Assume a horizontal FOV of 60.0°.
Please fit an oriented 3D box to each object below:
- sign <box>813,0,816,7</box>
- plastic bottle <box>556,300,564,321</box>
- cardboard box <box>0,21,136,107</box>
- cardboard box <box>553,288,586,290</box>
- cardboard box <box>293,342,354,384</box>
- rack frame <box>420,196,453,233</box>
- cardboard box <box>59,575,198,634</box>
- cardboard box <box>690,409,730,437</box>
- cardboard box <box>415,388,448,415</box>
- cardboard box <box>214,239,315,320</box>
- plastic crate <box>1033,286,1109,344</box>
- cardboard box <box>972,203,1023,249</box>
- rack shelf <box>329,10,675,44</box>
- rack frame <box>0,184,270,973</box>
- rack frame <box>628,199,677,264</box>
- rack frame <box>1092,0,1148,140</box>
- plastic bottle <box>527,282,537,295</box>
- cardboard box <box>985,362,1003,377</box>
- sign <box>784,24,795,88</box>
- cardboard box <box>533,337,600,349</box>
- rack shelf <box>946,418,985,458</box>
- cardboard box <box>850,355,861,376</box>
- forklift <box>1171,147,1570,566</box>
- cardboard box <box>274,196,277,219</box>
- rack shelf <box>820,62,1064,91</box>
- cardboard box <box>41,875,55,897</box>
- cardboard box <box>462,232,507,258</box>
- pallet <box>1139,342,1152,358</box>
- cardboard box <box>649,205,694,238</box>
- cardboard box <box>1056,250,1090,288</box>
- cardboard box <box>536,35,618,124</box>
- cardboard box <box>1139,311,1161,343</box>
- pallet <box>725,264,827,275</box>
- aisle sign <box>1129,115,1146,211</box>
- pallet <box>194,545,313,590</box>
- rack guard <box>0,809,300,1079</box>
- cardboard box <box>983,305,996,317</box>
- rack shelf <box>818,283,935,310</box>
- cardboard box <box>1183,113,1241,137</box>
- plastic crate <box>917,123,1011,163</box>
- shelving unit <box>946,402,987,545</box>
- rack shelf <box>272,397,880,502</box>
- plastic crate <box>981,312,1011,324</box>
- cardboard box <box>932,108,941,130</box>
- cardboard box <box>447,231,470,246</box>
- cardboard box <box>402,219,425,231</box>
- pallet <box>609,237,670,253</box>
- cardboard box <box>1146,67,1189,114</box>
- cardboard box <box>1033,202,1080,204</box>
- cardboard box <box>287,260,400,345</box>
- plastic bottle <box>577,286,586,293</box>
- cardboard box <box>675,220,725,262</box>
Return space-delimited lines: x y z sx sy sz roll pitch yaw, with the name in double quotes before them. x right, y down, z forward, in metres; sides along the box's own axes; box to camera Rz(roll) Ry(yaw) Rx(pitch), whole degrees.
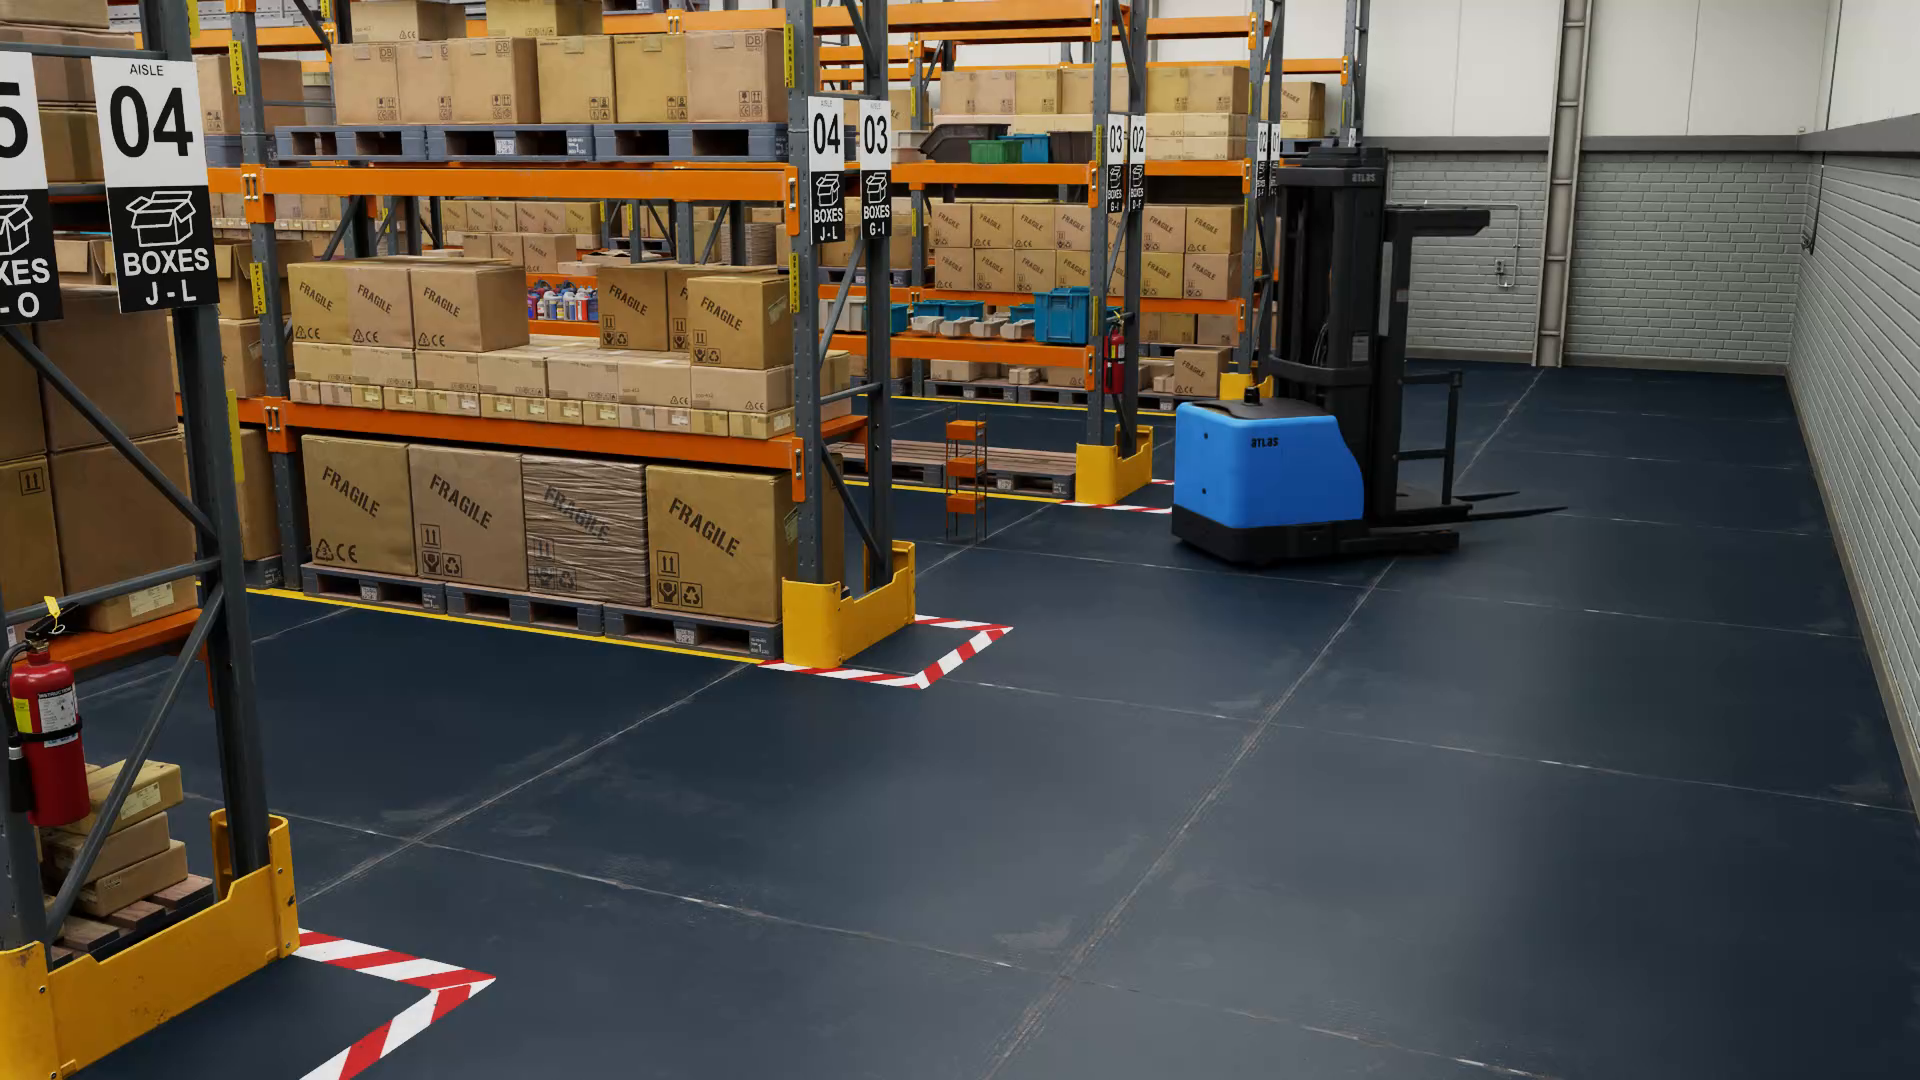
"sign" -2.186 -7.994 24.908 0.005 0.325 0.100 6 14 23
"plastic bottle" -3.857 -2.225 16.108 0.097 0.201 0.097 0 13 0
"cardboard box" -3.086 -1.551 5.465 0.500 0.250 0.500 6 14 24
"cardboard box" -6.597 -4.150 28.382 0.500 0.500 0.500 5 14 19
"cardboard box" -4.013 -1.194 10.956 0.500 0.250 0.500 5 14 22
"rack frame" -9.290 -5.435 29.351 0.127 3.000 1.000 6 14 23
"cardboard box" -2.944 0.200 5.887 0.250 0.149 0.380 6 14 23
"cardboard box" -1.377 -0.716 9.791 0.250 0.149 0.380 6 14 24
"cardboard box" -3.245 -0.906 10.598 0.250 0.149 0.380 6 14 22
"cardboard box" -4.924 -1.815 11.510 0.637 0.503 0.797 5 14 22
"plastic crate" 0.945 -1.924 14.178 0.499 0.435 0.616 6 14 23
"cardboard box" 0.468 -3.675 19.443 0.500 0.500 0.500 5 14 21
"rack shelf" -4.159 -4.816 16.031 4.000 0.370 1.077 6 14 23
"rack frame" -2.781 0.176 5.439 0.127 3.000 1.000 6 14 23
"rack frame" -3.978 -3.660 21.785 0.127 3.000 1.000 6 14 23
"rack frame" 1.327 -4.806 13.538 0.127 3.000 1.000 6 14 23
"plastic bottle" -4.400 -2.515 17.160 0.133 0.283 0.061 6 14 23
"cardboard box" 0.315 -2.293 20.471 0.500 0.500 0.500 6 14 23
"sign" -0.912 -2.592 8.902 0.005 0.325 0.100 6 14 23
"cardboard box" -2.424 -1.164 10.828 0.500 0.250 0.500 5 14 22
"rack shelf" 0.049 -0.772 12.551 0.240 0.259 0.215 6 14 23
"cardboard box" -1.337 -2.320 20.585 0.500 0.500 0.500 6 14 23
"forklift" 3.181 -1.424 12.405 3.031 2.935 1.130 -5 14 -19
"cardboard box" -9.878 -4.935 24.163 0.500 0.500 0.700 6 14 23
"rack shelf" -0.147 -6.885 24.850 4.000 0.370 1.077 6 14 23
"cardboard box" -3.403 1.237 6.239 0.250 0.149 0.380 6 14 23
"cardboard box" -6.458 -3.955 22.826 0.500 0.500 0.500 7 15 27
"pallet" 2.346 -2.880 24.568 1.213 0.211 1.003 6 14 23
"cardboard box" -4.673 -5.220 27.254 0.500 0.500 0.700 7 15 29
"cardboard box" 1.426 -3.094 19.155 0.500 0.500 0.500 6 14 22
"cardboard box" -2.135 -2.765 10.048 0.500 0.500 0.700 5 14 19
"cardboard box" 2.782 -3.174 24.269 0.500 0.500 0.700 6 14 23
"pallet" -2.198 -3.387 21.044 1.213 0.211 1.003 6 14 23
"aisle sign" 1.513 -3.206 14.162 0.004 0.787 0.394 6 14 23
"pallet" -5.073 0.081 11.947 1.213 0.211 1.003 6 14 23
"rack guard" -2.850 1.386 5.755 0.348 0.500 1.175 6 14 23
"cardboard box" 0.221 -3.597 25.305 0.750 0.750 0.750 6 15 25
"rack shelf" -2.150 -3.124 21.079 4.000 0.370 1.077 6 14 23
"cardboard box" 2.763 -4.544 18.223 0.500 0.250 0.500 6 14 23
"plastic crate" 0.041 -3.514 14.734 0.767 0.338 0.504 6 14 23
"shelving unit" 0.049 -0.506 12.614 0.252 1.050 0.215 6 14 23
"rack shelf" -2.508 -0.686 10.685 4.000 0.370 1.077 6 14 23
"plastic crate" 0.354 -1.987 15.104 0.298 0.136 0.250 6 14 23
"cardboard box" -0.045 -6.250 25.076 0.500 0.500 0.700 6 14 23
"cardboard box" -8.491 -5.215 28.698 0.500 0.250 0.500 5 14 21
"cardboard box" -7.803 -4.460 23.555 0.250 0.149 0.380 6 14 23
"pallet" -4.992 -4.870 27.364 1.213 0.211 1.003 6 14 23
"cardboard box" 2.437 -5.023 18.623 0.500 0.500 0.700 6 14 23
"cardboard box" 1.176 -3.739 19.715 0.500 0.500 0.500 6 14 24
"cardboard box" -4.002 -1.560 10.872 0.500 0.500 0.500 6 14 23
"plastic bottle" -3.842 -2.448 16.902 0.097 0.271 0.097 0 13 0
"cardboard box" -3.357 -3.878 21.578 0.500 0.500 0.700 1 13 4
